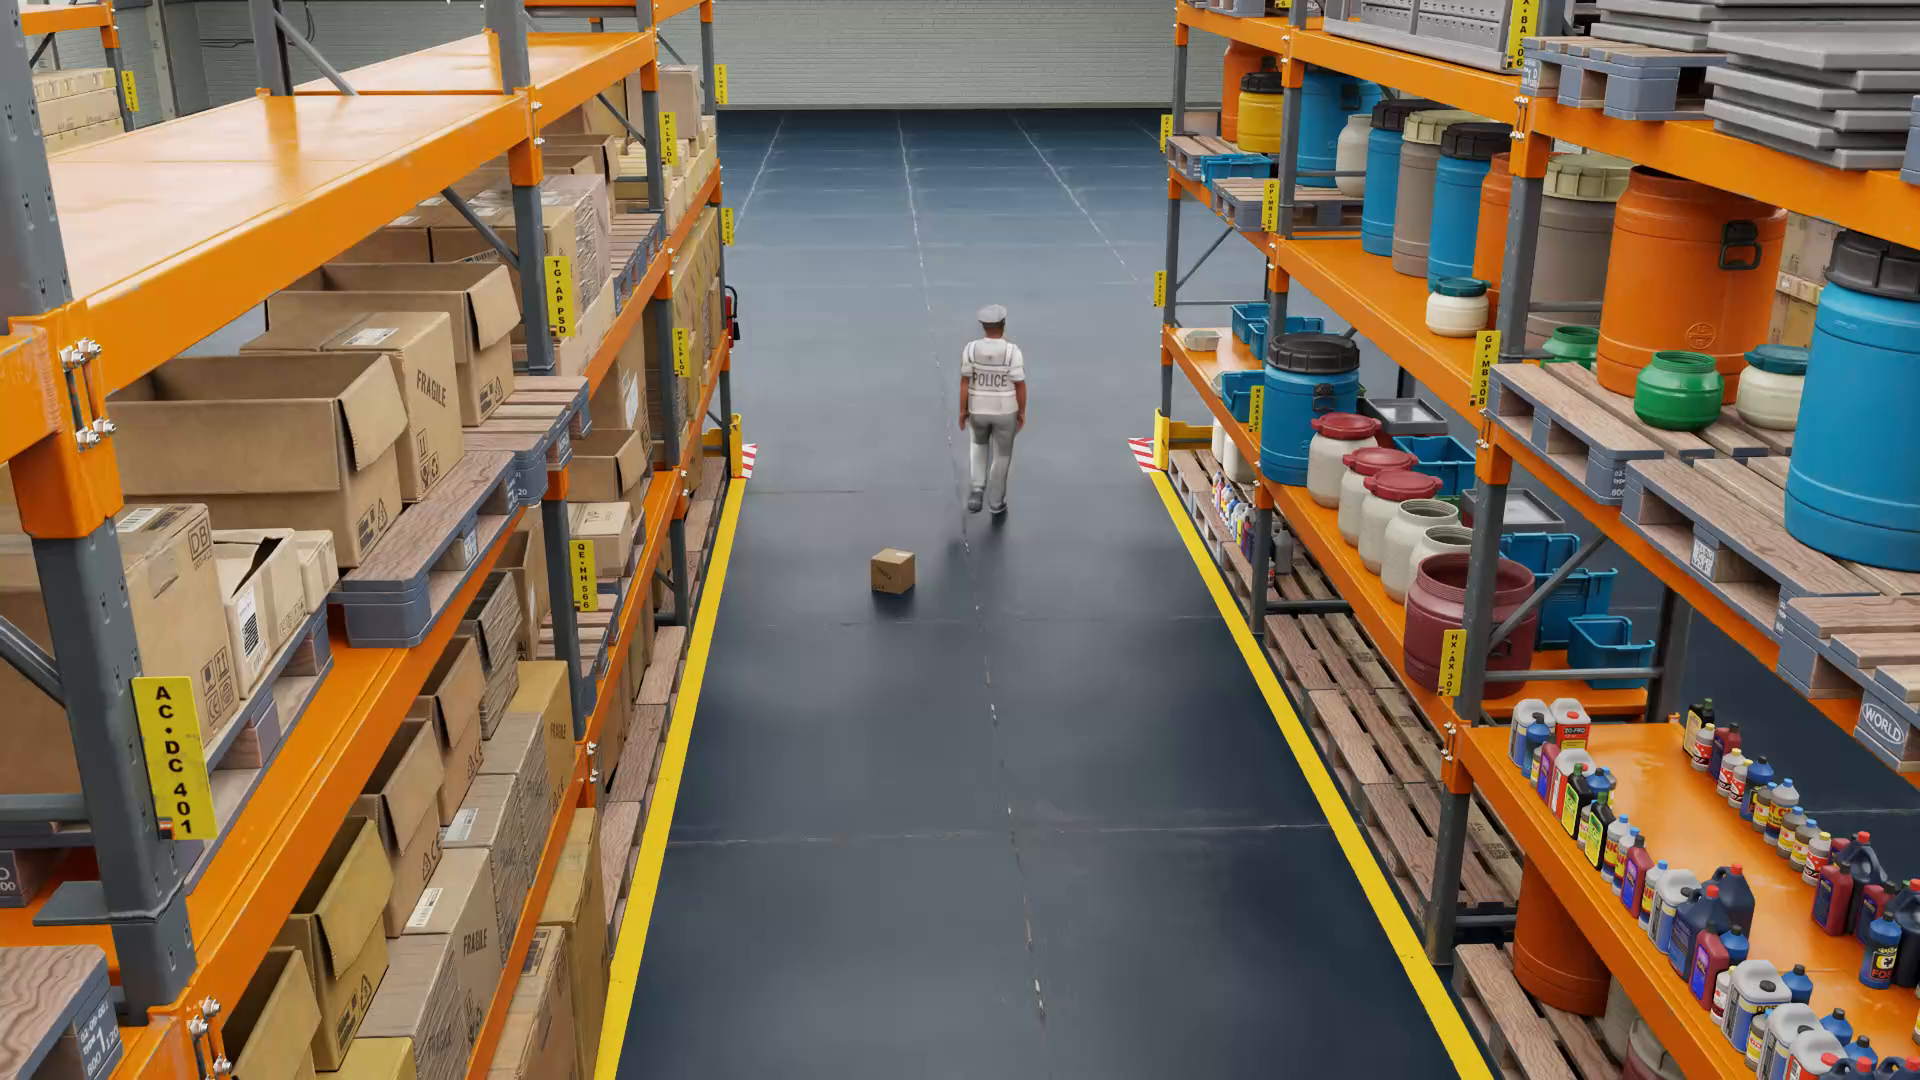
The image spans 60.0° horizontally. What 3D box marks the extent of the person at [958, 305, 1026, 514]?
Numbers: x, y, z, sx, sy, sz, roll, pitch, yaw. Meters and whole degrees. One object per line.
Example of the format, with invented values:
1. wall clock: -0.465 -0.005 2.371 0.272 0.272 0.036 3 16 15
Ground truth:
1. person: 0.286 -1.084 13.935 0.568 1.802 0.462 5 21 14
